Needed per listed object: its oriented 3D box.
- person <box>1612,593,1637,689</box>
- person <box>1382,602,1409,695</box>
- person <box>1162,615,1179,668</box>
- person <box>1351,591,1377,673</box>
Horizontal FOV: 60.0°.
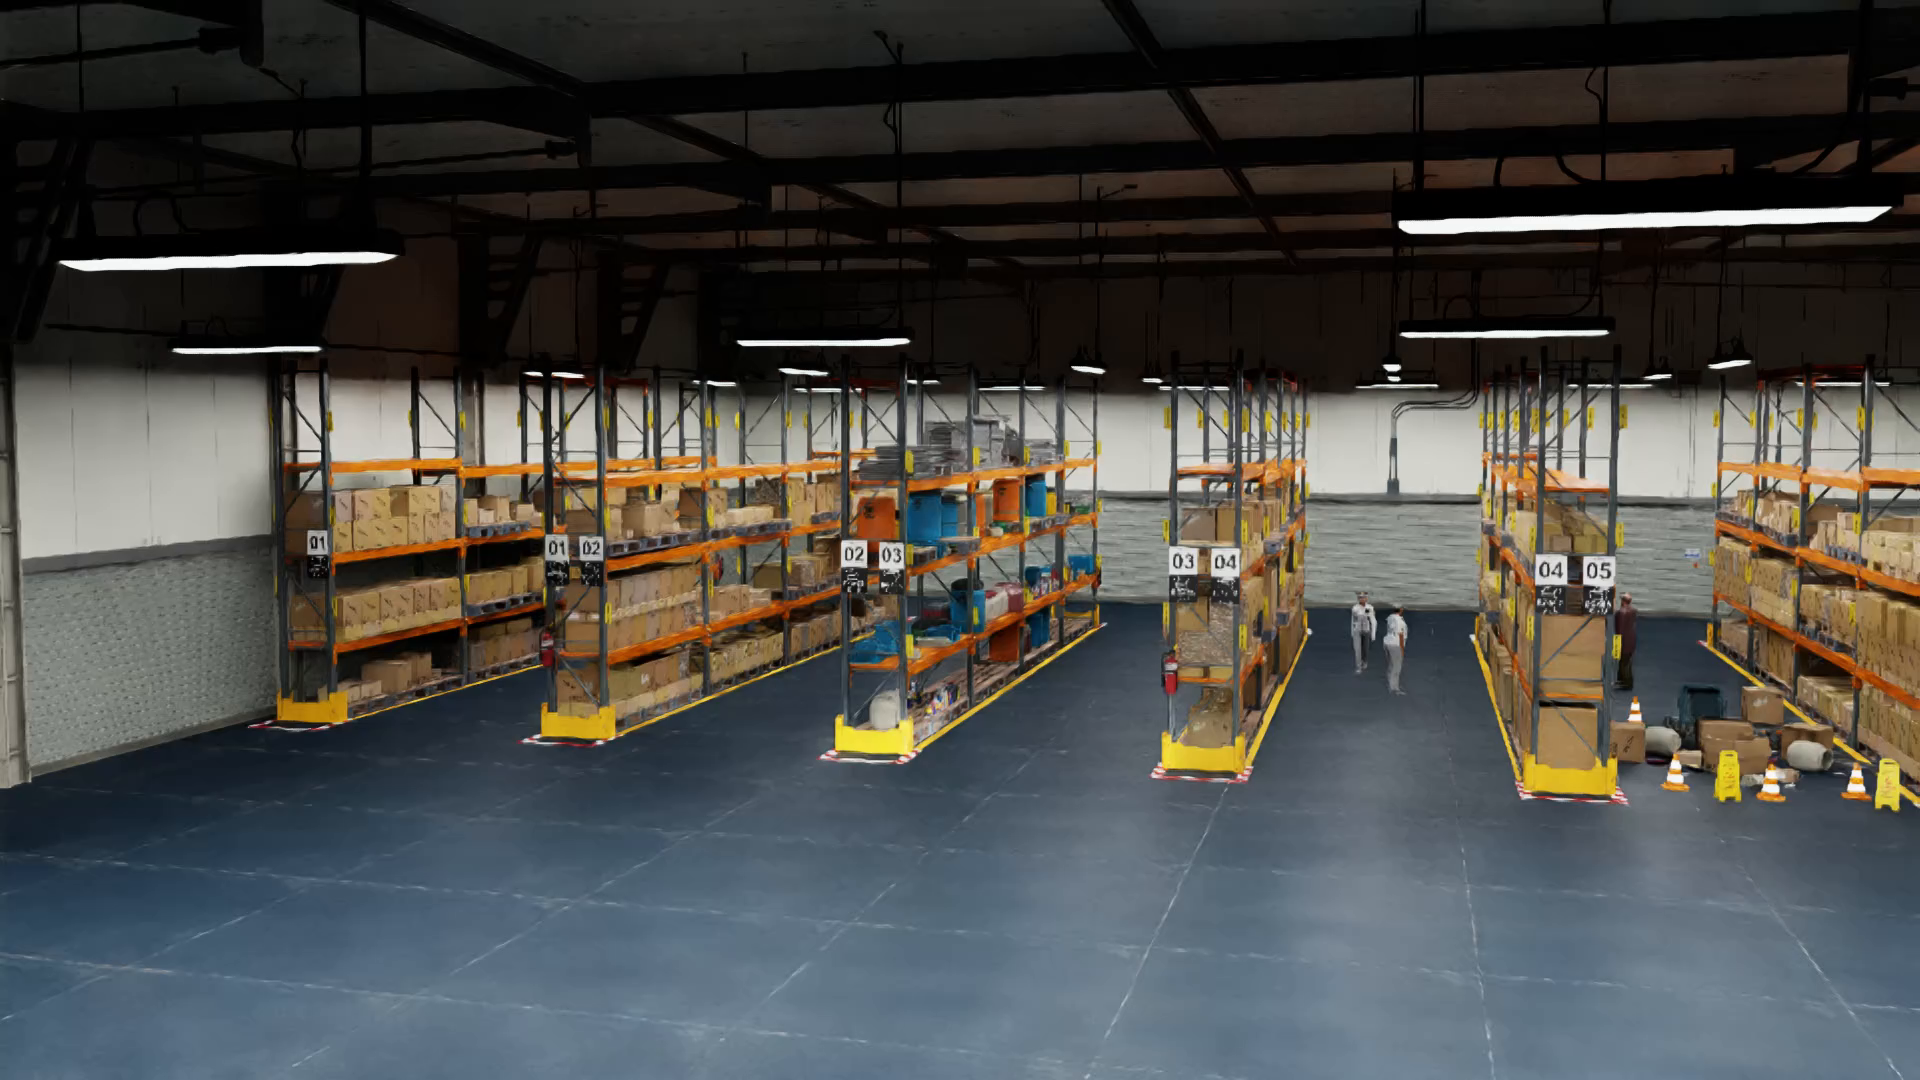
[{"bbox_3d":[12.326,1.871,30.961,0.556,1.781,0.627,4,6,45],"label":"person"},{"bbox_3d":[8.020,1.967,30.497,0.463,1.673,0.578,-1,4,-14],"label":"person"},{"bbox_3d":[4.238,1.816,33.040,0.448,1.590,1.110,1,4,17],"label":"person"},{"bbox_3d":[8.015,1.806,33.073,0.480,1.621,0.987,1,4,14],"label":"person"}]
